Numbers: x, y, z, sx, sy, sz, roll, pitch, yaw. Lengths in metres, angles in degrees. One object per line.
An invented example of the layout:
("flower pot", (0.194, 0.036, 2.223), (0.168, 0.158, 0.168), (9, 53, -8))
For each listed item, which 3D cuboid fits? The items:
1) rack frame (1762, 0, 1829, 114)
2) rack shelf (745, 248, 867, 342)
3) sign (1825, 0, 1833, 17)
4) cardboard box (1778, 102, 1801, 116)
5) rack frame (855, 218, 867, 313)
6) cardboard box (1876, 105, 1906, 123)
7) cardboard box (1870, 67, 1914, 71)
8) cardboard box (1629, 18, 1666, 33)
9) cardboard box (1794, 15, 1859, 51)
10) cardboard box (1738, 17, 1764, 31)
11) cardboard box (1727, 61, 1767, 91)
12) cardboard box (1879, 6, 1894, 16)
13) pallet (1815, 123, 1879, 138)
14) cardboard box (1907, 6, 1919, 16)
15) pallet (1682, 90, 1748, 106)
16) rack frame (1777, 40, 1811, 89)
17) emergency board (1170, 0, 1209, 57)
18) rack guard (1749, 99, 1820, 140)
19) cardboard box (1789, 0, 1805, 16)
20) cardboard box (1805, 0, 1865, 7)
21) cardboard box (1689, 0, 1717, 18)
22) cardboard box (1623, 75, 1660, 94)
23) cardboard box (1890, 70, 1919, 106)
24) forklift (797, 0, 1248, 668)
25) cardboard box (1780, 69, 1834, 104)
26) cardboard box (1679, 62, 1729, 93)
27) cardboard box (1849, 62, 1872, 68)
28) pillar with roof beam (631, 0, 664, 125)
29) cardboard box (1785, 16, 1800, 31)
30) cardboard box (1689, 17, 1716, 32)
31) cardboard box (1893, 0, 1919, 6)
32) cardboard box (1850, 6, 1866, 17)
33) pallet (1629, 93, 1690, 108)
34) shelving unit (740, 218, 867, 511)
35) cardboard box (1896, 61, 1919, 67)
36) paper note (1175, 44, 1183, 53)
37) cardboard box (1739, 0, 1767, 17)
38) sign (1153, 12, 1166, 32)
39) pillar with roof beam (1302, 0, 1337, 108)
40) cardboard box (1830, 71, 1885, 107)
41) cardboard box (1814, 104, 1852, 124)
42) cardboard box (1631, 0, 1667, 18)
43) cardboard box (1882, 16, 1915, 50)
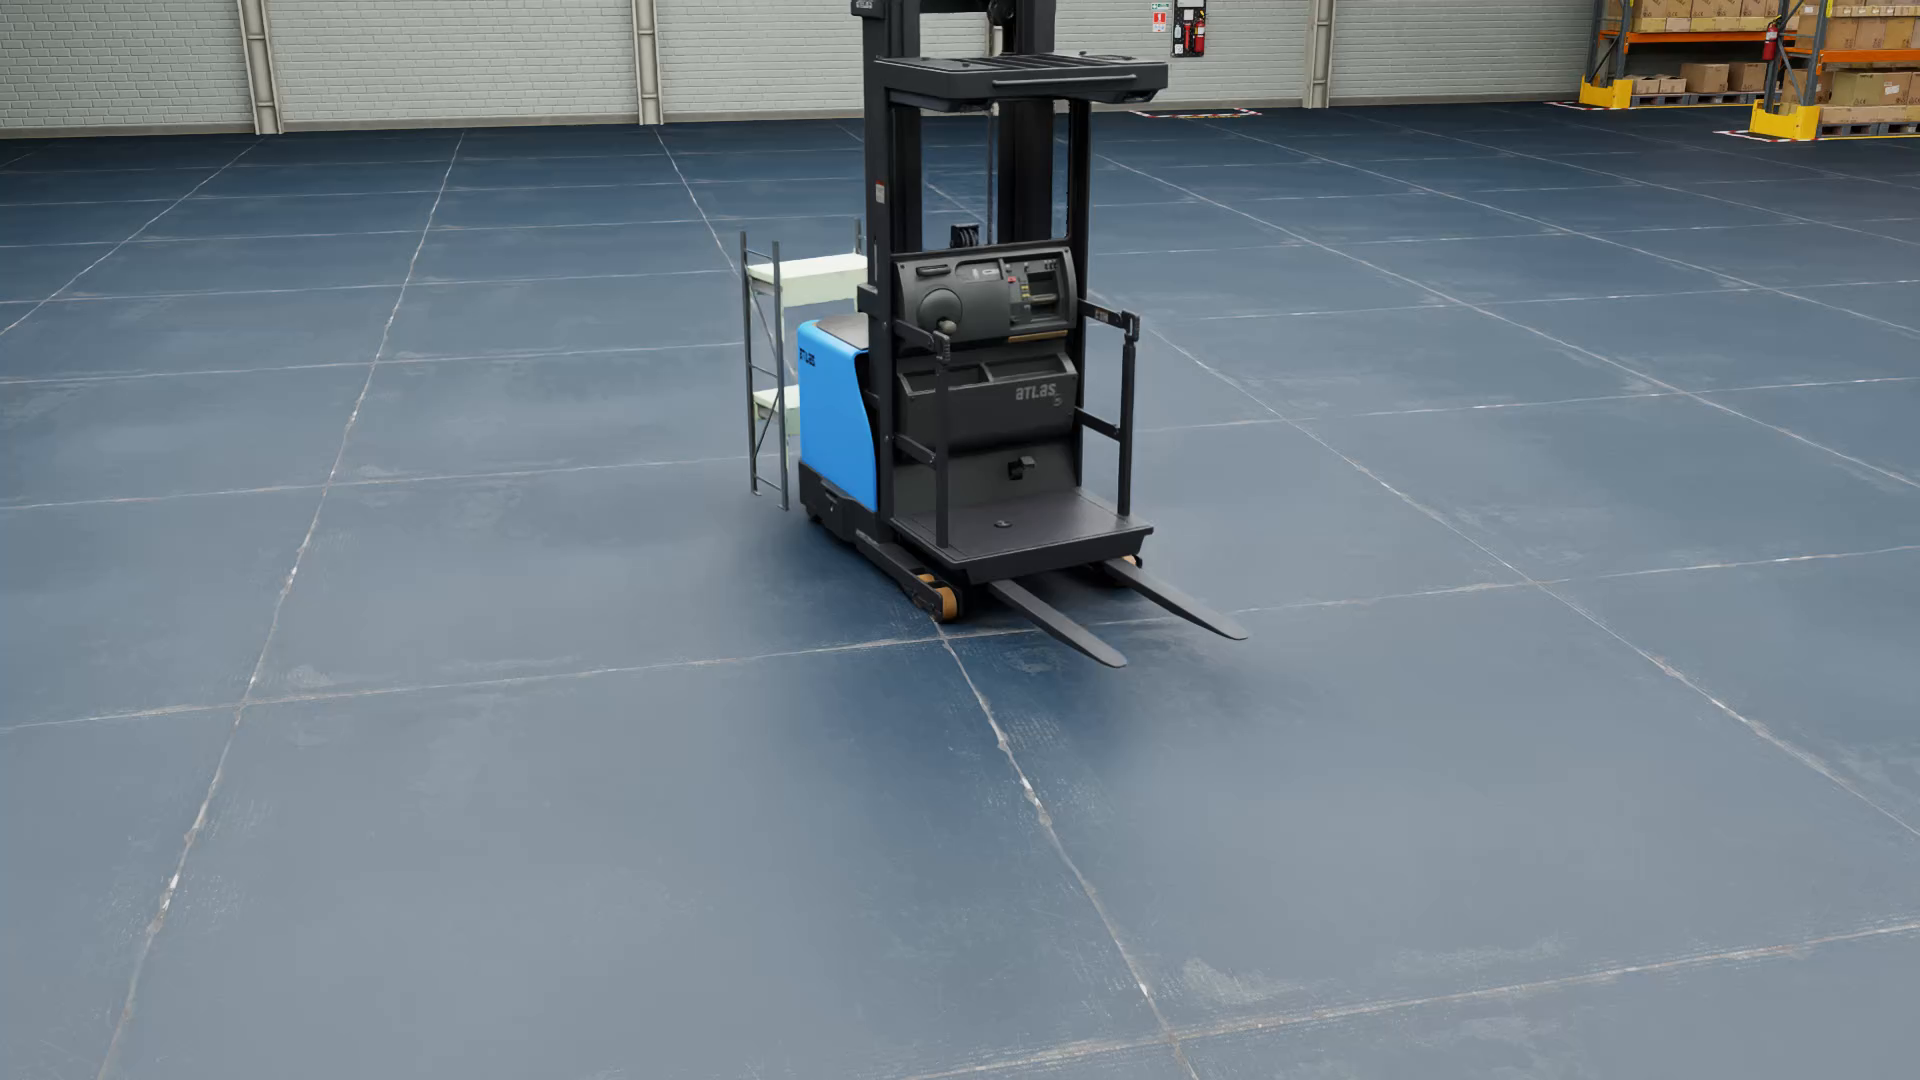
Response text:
("rack frame", (13.002, -7.806, 25.764), (0.127, 3.000, 1.000), (-5, 21, -12))
("rack shelf", (-0.776, -1.365, 9.222), (0.720, 0.370, 0.431), (-14, 24, -33))
("sign", (13.124, -8.064, 25.093), (0.005, 0.325, 0.100), (-5, 21, -12))
("cardboard box", (13.456, -6.854, 26.551), (0.500, 0.250, 0.500), (-5, 21, -12))
("rack frame", (-0.477, -1.071, 9.555), (0.023, 1.500, 0.400), (-14, 24, -33))
("cardboard box", (14.548, -6.761, 26.296), (0.500, 0.250, 0.500), (-5, 21, -12))
("cardboard box", (14.912, -7.330, 26.760), (0.500, 0.500, 0.500), (-5, 21, -12))
("cardboard box", (12.407, -9.335, 30.127), (0.500, 0.250, 0.500), (-5, 21, -14))
("cardboard box", (13.460, -7.886, 25.836), (0.500, 0.500, 0.700), (-5, 21, -12))
("cardboard box", (14.388, -9.499, 30.574), (0.500, 0.250, 0.500), (-5, 21, -13))
("cardboard box", (14.751, -8.718, 31.248), (0.500, 0.500, 0.500), (-6, 21, -17))
("cardboard box", (14.179, -8.177, 25.688), (0.250, 0.149, 0.380), (-5, 21, -13))
("pallet", (13.737, -6.572, 26.447), (1.213, 0.211, 1.003), (-5, 21, -12))
("cardboard box", (14.687, -8.219, 25.803), (0.250, 0.149, 0.380), (-5, 21, -13))
("pallet", (13.916, -8.309, 31.189), (1.213, 0.211, 1.003), (-5, 21, -12))
("rack frame", (15.752, -9.781, 31.154), (0.127, 3.000, 1.000), (-5, 21, -12))
("emergency board", (4.088, -9.151, 29.436), (0.643, 1.169, 0.194), (-5, 21, -12))
("rack guard", (12.979, -6.631, 26.189), (0.348, 0.500, 1.175), (-5, 21, -12))
("cardboard box", (15.363, -9.931, 30.663), (0.500, 0.500, 0.500), (-5, 21, -13))
("cardboard box", (13.511, -8.499, 25.624), (0.500, 0.500, 0.700), (-5, 21, -12))
("cardboard box", (13.380, -9.767, 30.215), (0.500, 0.500, 0.500), (-5, 21, -14))
("cardboard box", (12.553, -8.433, 30.744), (0.500, 0.311, 0.500), (-7, 21, -19))
("cardboard box", (15.036, -7.150, 26.270), (0.500, 0.500, 0.500), (-5, 21, -12))
("forklift", (0.235, -1.166, 7.736), (1.130, 2.935, 3.031), (-10, 22, -25))
("cardboard box", (13.456, -7.207, 26.424), (0.500, 0.500, 0.500), (-5, 21, -12))
("cardboard box", (13.833, -8.608, 30.947), (0.500, 0.500, 0.700), (-6, 21, -16))
("cardboard box", (16.955, -8.935, 31.840), (0.500, 0.500, 0.700), (-5, 21, -14))
("pillar with roof beam", (-4.185, -9.760, 22.376), (0.400, 9.000, 9.100), (-5, 21, -12))
("cardboard box", (15.360, -9.581, 30.797), (0.500, 0.250, 0.500), (-5, 21, -12))
("cardboard box", (13.406, -9.420, 30.357), (0.500, 0.250, 0.500), (-5, 21, -13))
("cardboard box", (14.512, -8.583, 25.853), (0.500, 0.500, 0.700), (-5, 21, -12))
("cardboard box", (13.690, -8.139, 25.583), (0.250, 0.149, 0.380), (-5, 21, -14))
("pallet", (12.732, -8.213, 30.929), (1.213, 0.211, 1.003), (-5, 21, -12))
("shelving unit", (-0.777, -0.999, 9.358), (0.755, 1.500, 0.431), (-14, 24, -33))
("cardboard box", (17.950, -9.005, 32.031), (0.500, 0.500, 0.700), (-5, 21, -13))
("paper note", (3.900, -8.747, 29.612), (0.142, 0.148, 0.016), (-5, 21, -12))
("cardboard box", (14.386, -9.853, 30.451), (0.500, 0.500, 0.500), (-5, 21, -14))
("sign", (3.527, -9.159, 29.405), (0.234, 0.329, 0.001), (-5, 21, -12))
("pillar with roof beam", (7.493, -10.710, 24.969), (0.400, 9.000, 9.100), (-5, 21, -12))
("cardboard box", (14.062, -7.073, 26.058), (0.500, 0.500, 0.500), (-5, 21, -12))
("cardboard box", (13.575, -6.680, 26.077), (0.500, 0.250, 0.500), (-5, 21, -12))
("cardboard box", (12.393, -9.692, 30.012), (0.500, 0.500, 0.500), (-5, 21, -12))
("cardboard box", (14.454, -7.966, 26.056), (0.500, 0.500, 0.700), (-5, 21, -12))
